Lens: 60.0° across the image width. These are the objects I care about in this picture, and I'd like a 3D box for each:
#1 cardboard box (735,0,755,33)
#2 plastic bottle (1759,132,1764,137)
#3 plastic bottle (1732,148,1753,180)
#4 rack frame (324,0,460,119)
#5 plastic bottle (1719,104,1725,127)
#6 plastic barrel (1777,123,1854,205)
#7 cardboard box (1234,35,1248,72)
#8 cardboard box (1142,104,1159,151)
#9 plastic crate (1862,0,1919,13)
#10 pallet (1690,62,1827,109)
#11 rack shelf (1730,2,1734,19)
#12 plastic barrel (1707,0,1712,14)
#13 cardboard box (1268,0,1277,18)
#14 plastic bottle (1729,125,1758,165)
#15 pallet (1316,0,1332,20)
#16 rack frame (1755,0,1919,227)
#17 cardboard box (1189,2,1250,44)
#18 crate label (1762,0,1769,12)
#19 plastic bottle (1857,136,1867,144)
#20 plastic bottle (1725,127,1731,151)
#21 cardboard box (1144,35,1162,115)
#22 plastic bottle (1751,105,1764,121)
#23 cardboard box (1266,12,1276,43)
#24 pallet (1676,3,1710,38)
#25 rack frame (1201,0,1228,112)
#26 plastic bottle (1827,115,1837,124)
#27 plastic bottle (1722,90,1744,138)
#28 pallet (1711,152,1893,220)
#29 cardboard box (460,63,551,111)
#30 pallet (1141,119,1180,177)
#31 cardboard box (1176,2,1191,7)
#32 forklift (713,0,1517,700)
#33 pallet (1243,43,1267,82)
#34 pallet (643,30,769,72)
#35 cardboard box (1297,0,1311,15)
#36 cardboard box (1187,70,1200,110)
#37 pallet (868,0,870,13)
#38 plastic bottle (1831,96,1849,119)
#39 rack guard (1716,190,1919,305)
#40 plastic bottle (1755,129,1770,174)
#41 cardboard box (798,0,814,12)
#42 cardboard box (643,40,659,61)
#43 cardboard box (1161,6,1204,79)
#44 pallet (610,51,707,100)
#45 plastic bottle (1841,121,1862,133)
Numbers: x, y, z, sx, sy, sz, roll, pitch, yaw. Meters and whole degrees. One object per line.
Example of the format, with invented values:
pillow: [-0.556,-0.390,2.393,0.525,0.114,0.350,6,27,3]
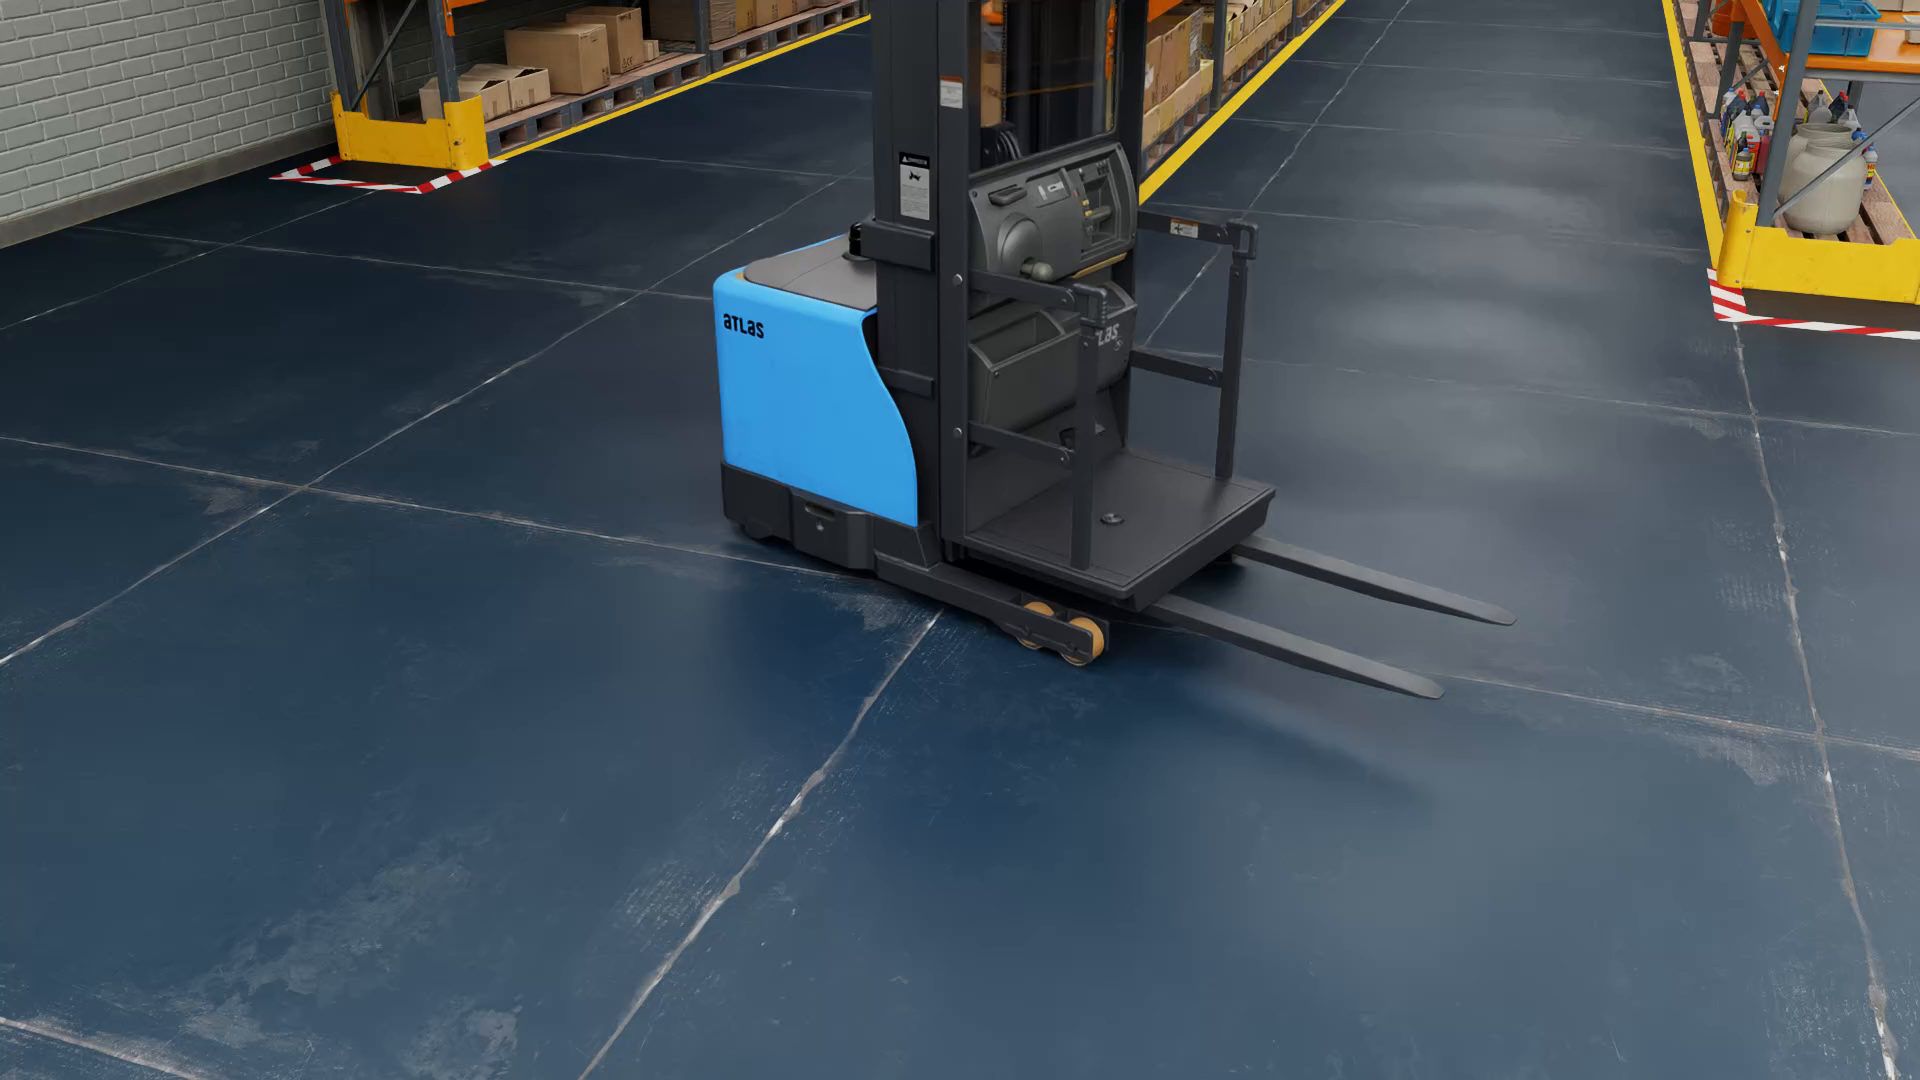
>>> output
cardboard box: [-2.534,-5.480,16.990,0.700,0.500,0.500,8,27,16]
plastic bottle: [5.657,-2.785,11.766,0.097,0.201,0.097,0,26,0]
plastic bottle: [5.322,-2.559,11.299,0.097,0.201,0.097,0,26,0]
rack frame: [-4.218,-4.239,12.063,1.000,3.000,0.127,9,27,17]
plastic bottle: [5.902,-3.275,12.779,0.097,0.201,0.097,0,26,0]
plastic barrel: [5.438,-2.359,10.553,0.421,0.512,0.421,0,26,0]
cardboard box: [2.324,-4.457,15.186,0.500,0.250,0.500,9,27,19]
cardboard box: [1.172,-3.073,12.328,0.500,0.250,0.500,9,27,17]
plastic crate: [6.154,-3.623,11.094,0.530,0.136,0.437,9,27,17]
pallet: [7.084,-4.022,14.815,1.003,0.211,1.213,9,27,17]
rack shelf: [7.121,-4.944,14.345,1.077,0.370,4.000,9,27,17]
plastic barrel: [8.309,-5.861,17.698,0.600,0.588,0.708,9,27,17]
cardboard box: [2.837,-5.341,16.369,0.500,0.311,0.500,9,27,17]
plastic bottle: [5.478,-2.749,11.607,0.152,0.276,0.135,8,27,16]
pallet: [3.808,-6.355,19.634,1.003,0.211,1.213,9,27,17]
rack frame: [5.124,-2.802,9.095,1.000,3.000,0.127,9,27,17]
cardboard box: [2.329,-4.708,15.062,0.500,0.311,0.500,8,27,17]
crate label: [5.481,-3.614,10.731,0.502,0.435,0.616,9,27,17]
plastic bottle: [6.135,-2.613,11.330,0.097,0.271,0.097,0,26,0]
plastic bottle: [5.616,-2.922,12.050,0.097,0.201,0.097,0,26,0]
cardboard box: [1.161,-3.412,12.168,0.500,0.500,0.500,9,27,17]
plastic bottle: [5.861,-3.067,12.269,0.097,0.271,0.097,0,26,0]
cardboard box: [2.833,-5.091,16.496,0.500,0.250,0.500,9,27,19]
pallet: [8.417,-5.664,18.207,1.003,0.211,1.213,9,27,17]
rack frame: [1.785,-5.166,13.977,1.000,3.000,0.127,9,27,17]
plastic bottle: [6.236,-2.908,11.925,0.061,0.283,0.133,9,27,17]
plastic bottle: [5.795,-3.180,12.411,0.144,0.351,0.185,10,27,19]
pallet: [5.788,-2.418,11.502,1.003,0.211,1.213,9,27,17]
cardboard box: [-3.714,-3.732,13.597,0.500,0.311,0.500,11,28,22]
pallet: [1.077,-3.087,12.883,1.003,0.211,1.213,9,27,17]
cardboard box: [1.817,-4.792,15.236,0.500,0.311,0.500,10,27,19]
forklift: [0.506,-1.140,5.741,3.031,2.935,1.130,19,31,33]
pallet: [2.398,-4.722,16.261,1.003,0.211,1.213,9,27,17]
pallet: [-2.630,-4.948,16.727,1.003,0.211,1.213,9,27,17]
cardboard box: [3.537,-6.028,18.122,0.500,0.500,0.500,10,28,20]
cardboard box: [1.661,-3.691,13.604,0.500,0.250,0.500,9,27,17]
pallet: [-1.223,-6.584,20.107,1.003,0.211,1.213,9,27,17]
plastic bottle: [6.449,-3.066,12.176,0.144,0.351,0.185,7,27,15]
rack guard: [5.105,-1.715,9.719,1.175,0.500,0.348,9,27,17]
plastic bottle: [5.532,-2.680,11.456,0.061,0.283,0.133,9,27,17]
cardboard box: [-2.028,-6.101,18.272,0.700,0.500,0.500,9,27,17]
cardboard box: [-3.037,-4.581,15.516,0.380,0.166,0.250,5,26,11]
cardboard box: [1.660,-4.029,13.441,0.500,0.500,0.500,9,27,17]
pallet: [-3.078,-4.346,15.485,1.003,0.211,1.213,9,27,17]
plastic bottle: [6.283,-2.834,11.781,0.152,0.276,0.135,9,27,18]
